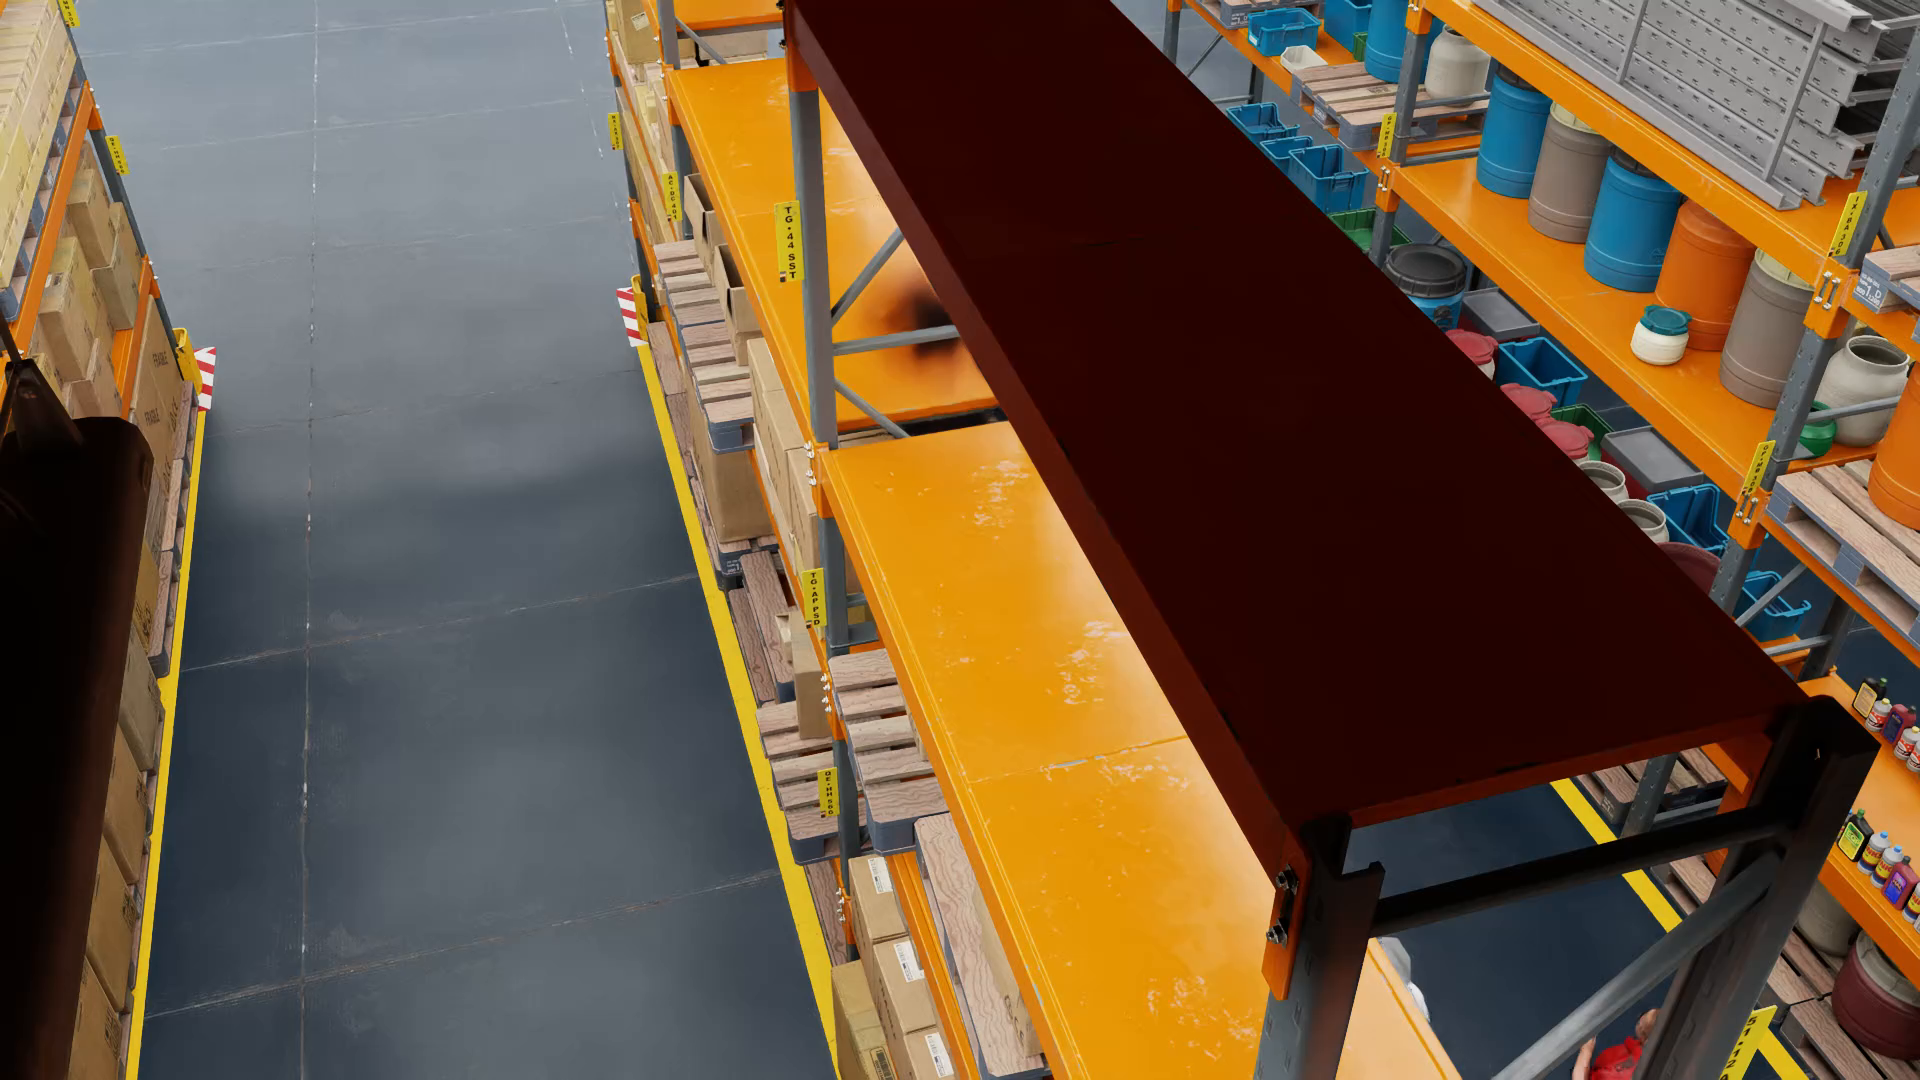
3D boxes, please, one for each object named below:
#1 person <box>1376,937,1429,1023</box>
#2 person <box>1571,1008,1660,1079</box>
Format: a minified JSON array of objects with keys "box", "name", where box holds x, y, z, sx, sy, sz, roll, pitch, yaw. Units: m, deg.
[{"box":[1.987,2.592,8.225,0.645,1.686,0.667,-11,40,-14],"name":"person"},{"box":[3.132,2.805,7.892,0.643,1.782,0.848,-16,41,-19],"name":"person"}]
